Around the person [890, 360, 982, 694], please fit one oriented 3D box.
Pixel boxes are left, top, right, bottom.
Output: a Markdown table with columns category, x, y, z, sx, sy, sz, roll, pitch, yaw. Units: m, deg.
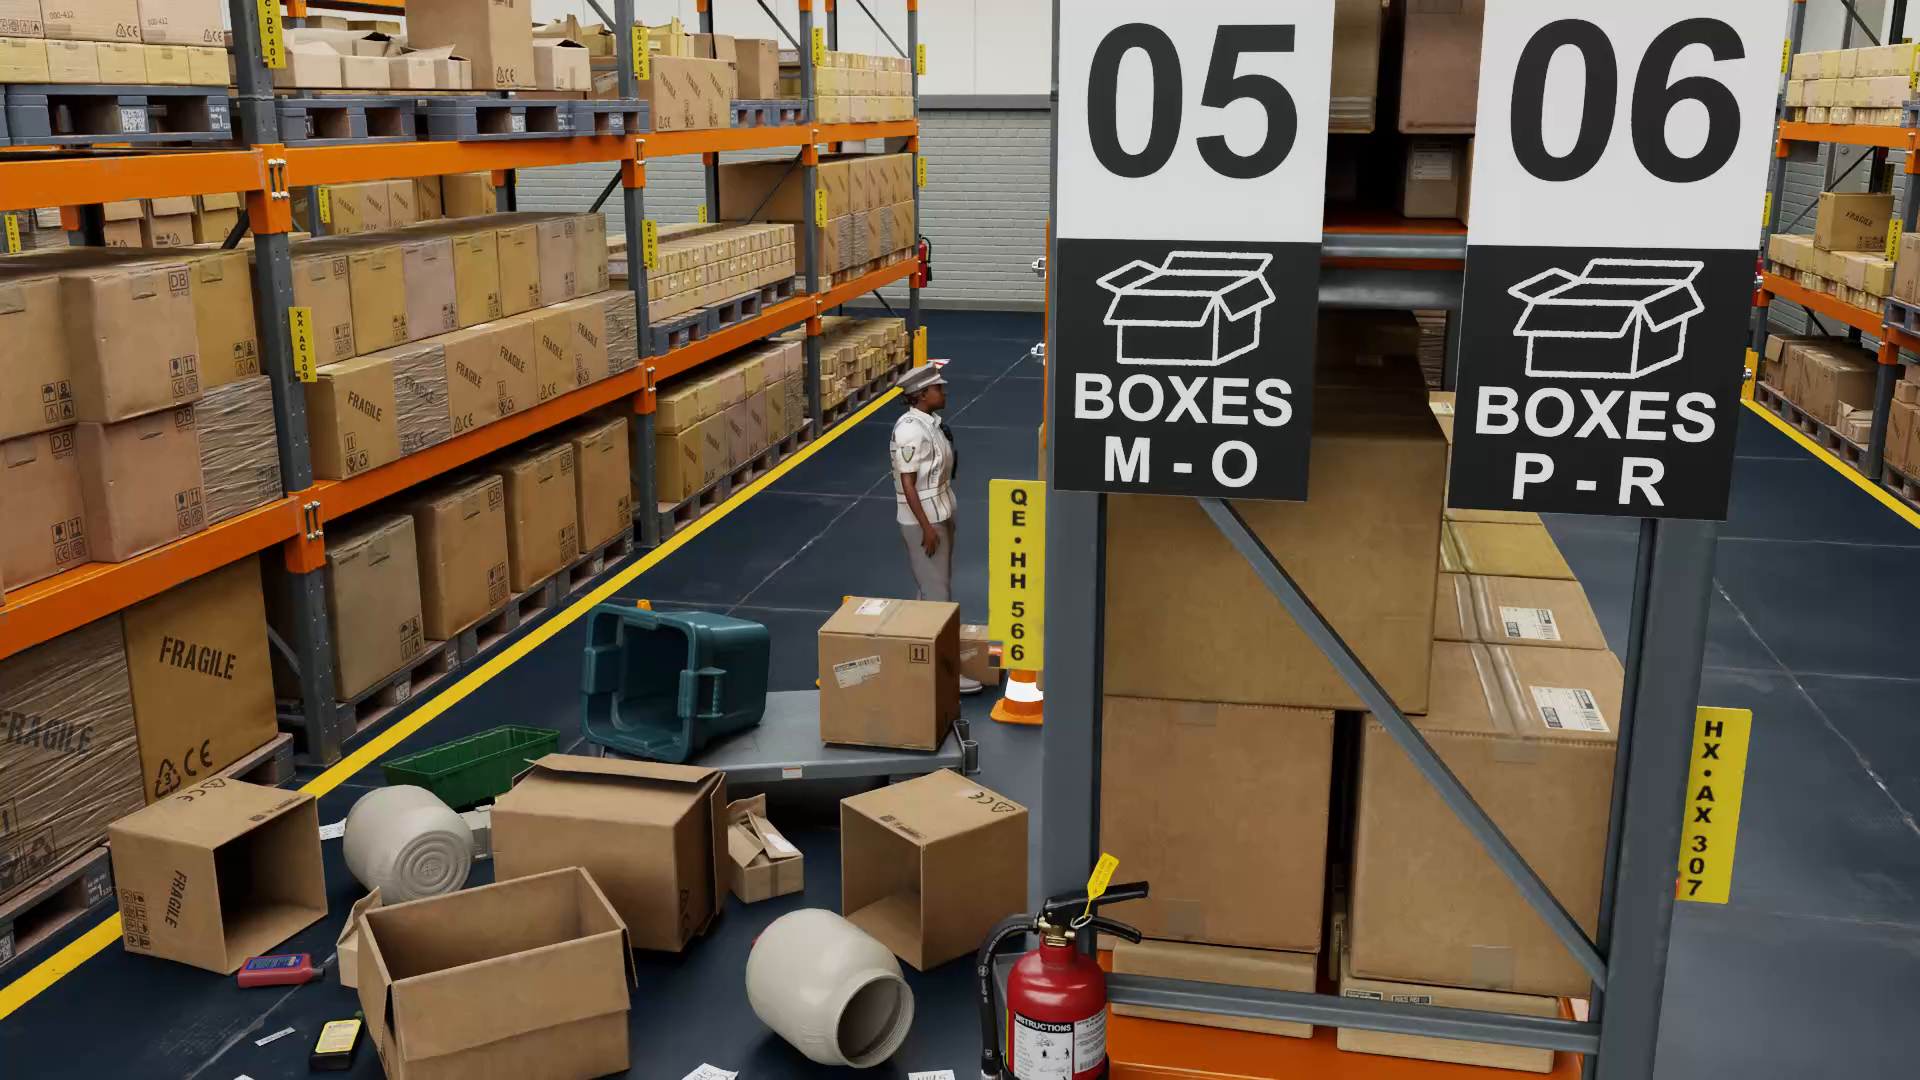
| category | x | y | z | sx | sy | sz | roll | pitch | yaw |
| --- | --- | --- | --- | --- | --- | --- | --- | --- | --- |
| person | -0.097 | -0.092 | 8.758 | 0.528 | 1.697 | 0.570 | 3 | 15 | 11 |
